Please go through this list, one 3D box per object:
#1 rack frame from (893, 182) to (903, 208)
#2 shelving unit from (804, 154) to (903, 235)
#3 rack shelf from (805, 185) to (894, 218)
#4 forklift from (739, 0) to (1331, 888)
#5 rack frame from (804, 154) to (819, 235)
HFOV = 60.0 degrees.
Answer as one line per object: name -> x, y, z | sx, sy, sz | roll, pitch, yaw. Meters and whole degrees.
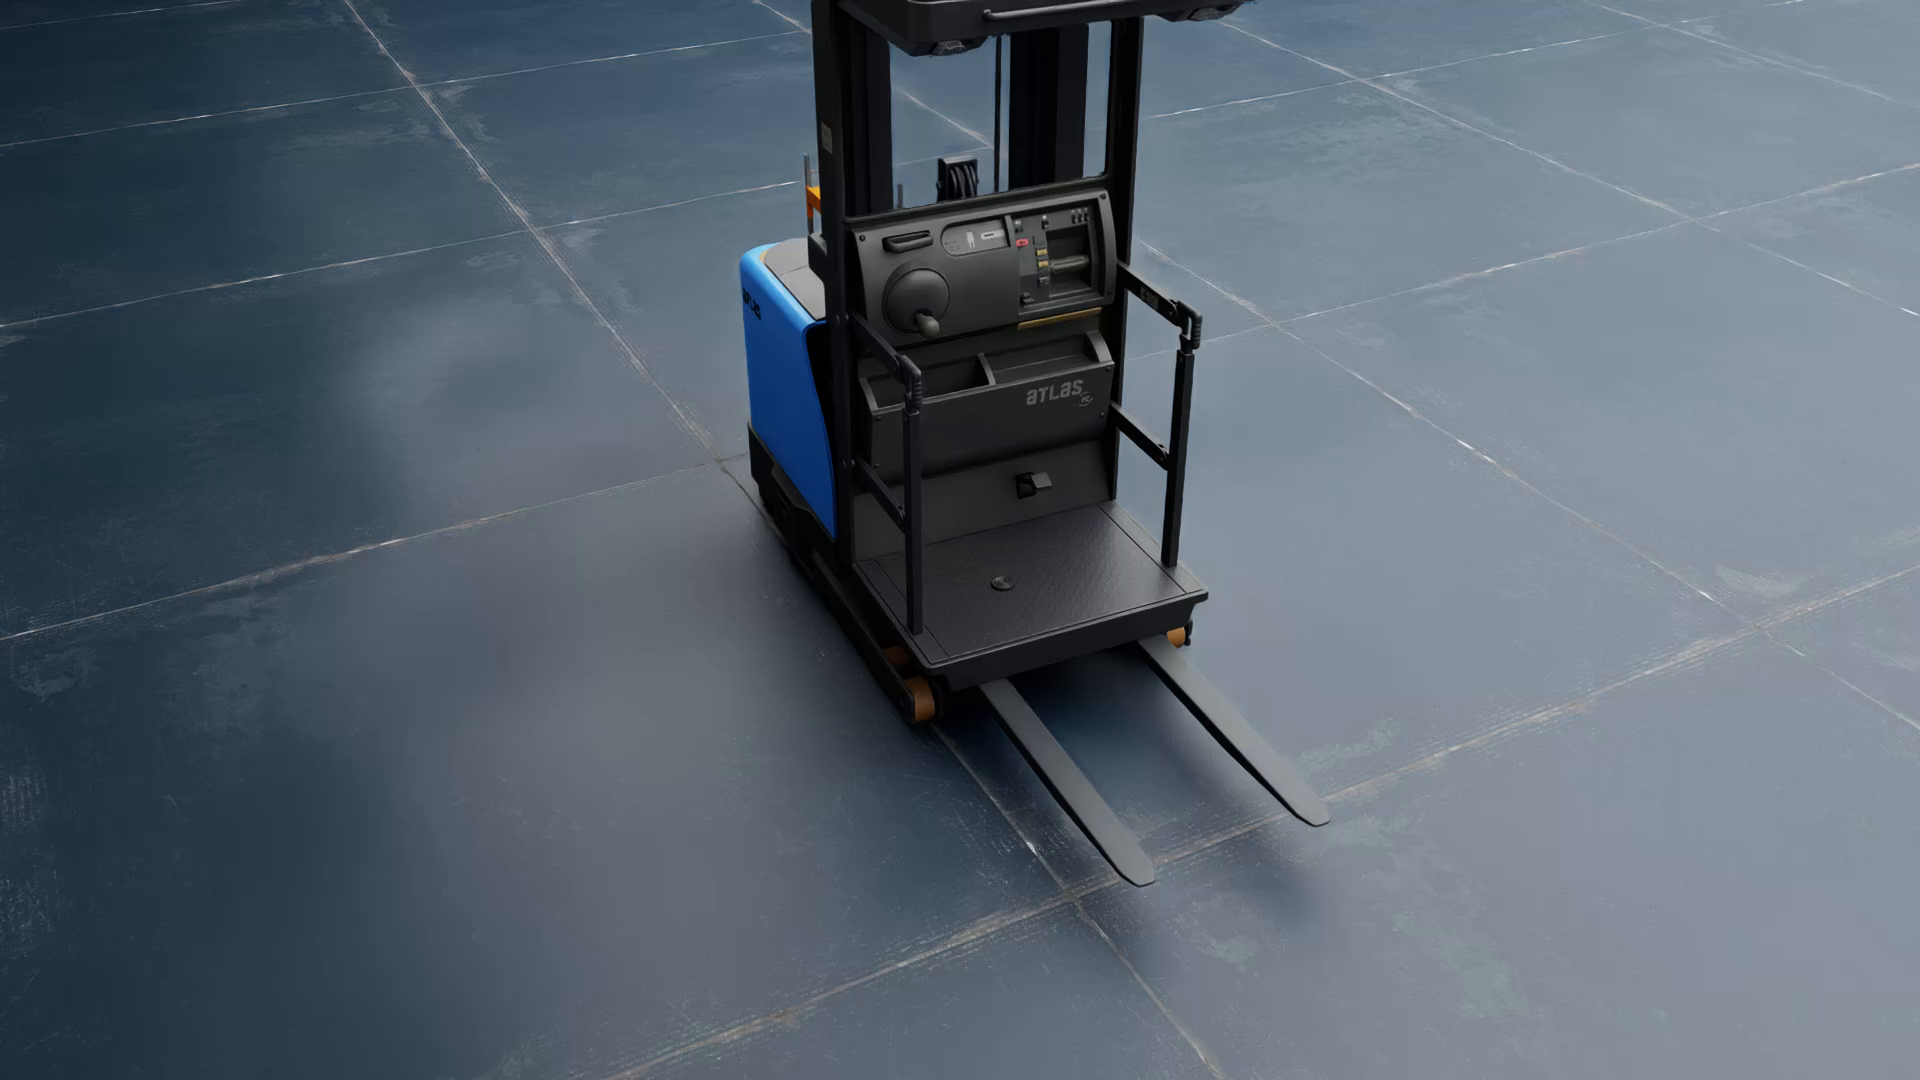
rack frame -> -0.345, -0.927, 7.077 | 0.240, 1.200, 0.015 | -14, 35, -21
shelving unit -> -0.449, -1.044, 7.264 | 0.258, 1.200, 0.503 | -14, 35, -21
rack shelf -> -0.450, -1.377, 7.054 | 0.258, 0.148, 0.480 | -14, 35, -21
forklift -> 0.187, -0.867, 5.386 | 1.130, 2.935, 3.031 | -14, 35, -20
rack frame -> -0.552, -1.162, 7.451 | 0.240, 1.200, 0.015 | -14, 35, -21
